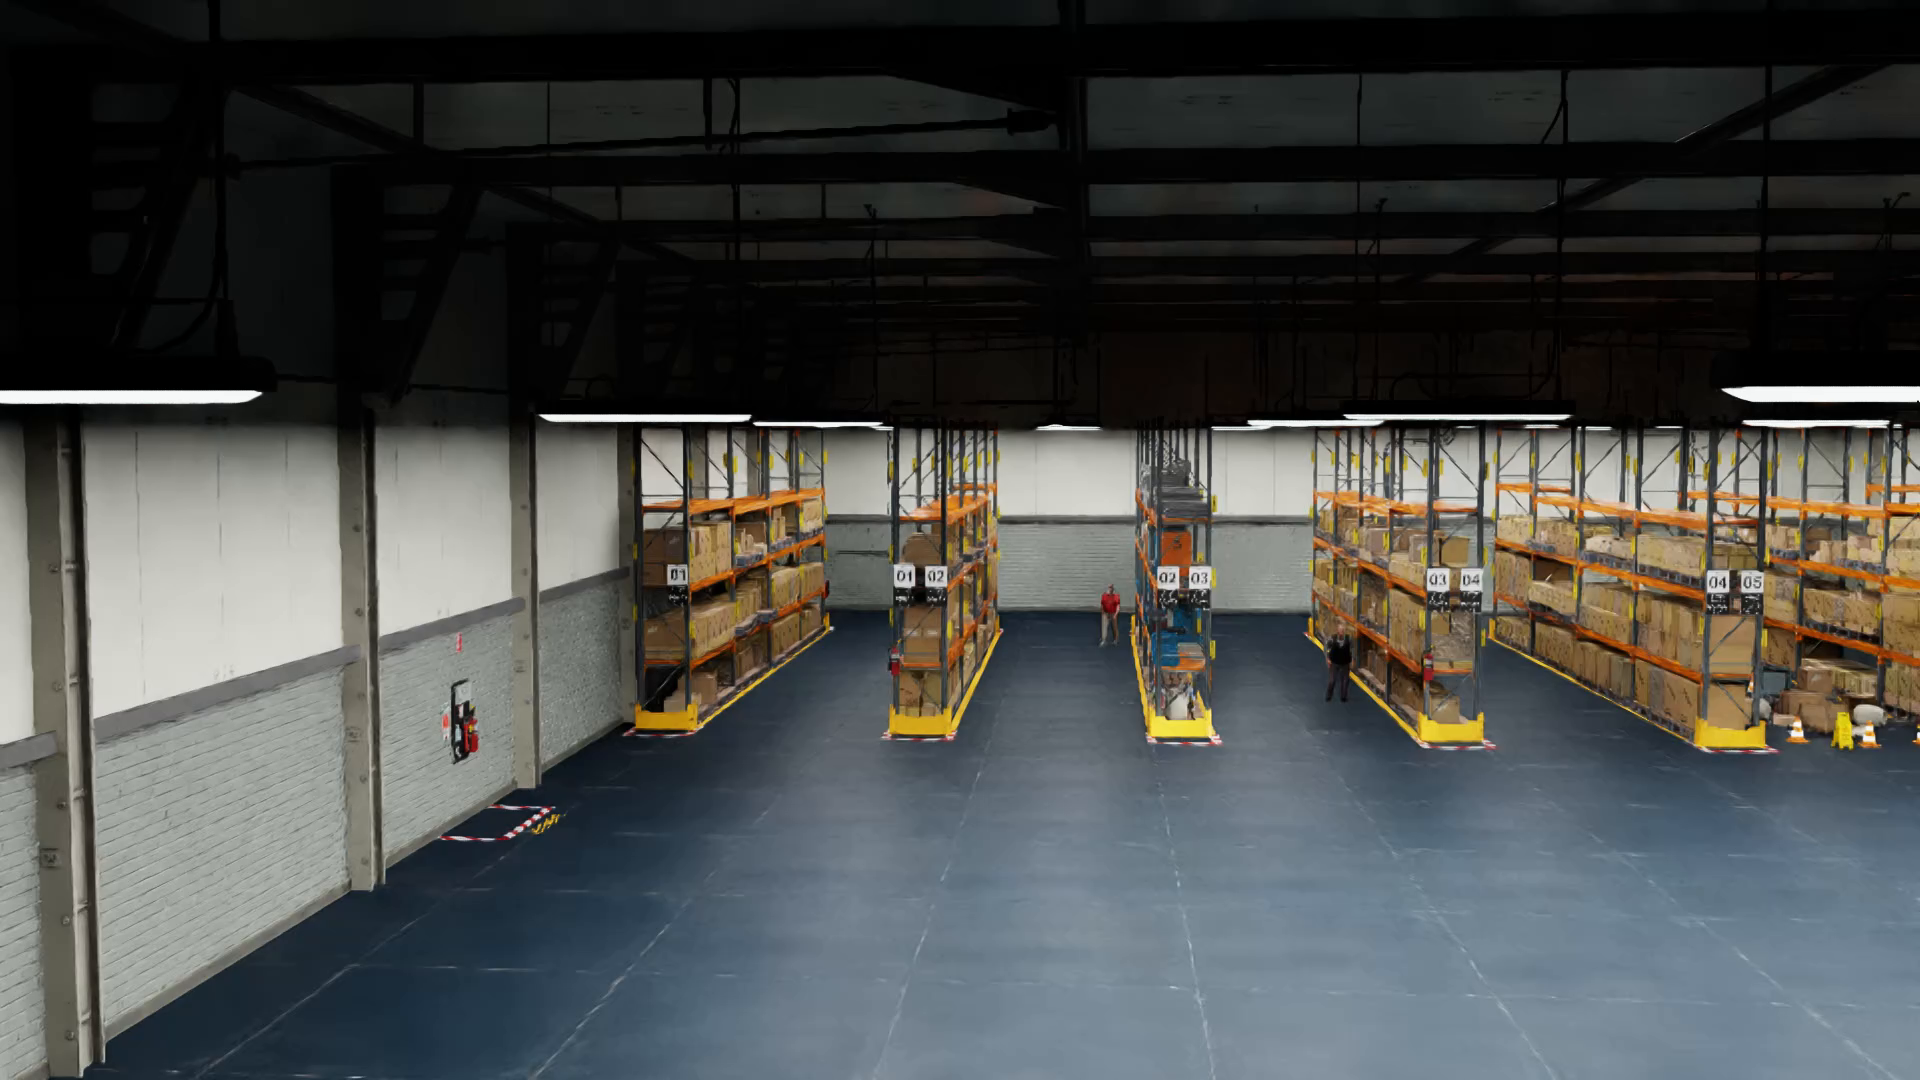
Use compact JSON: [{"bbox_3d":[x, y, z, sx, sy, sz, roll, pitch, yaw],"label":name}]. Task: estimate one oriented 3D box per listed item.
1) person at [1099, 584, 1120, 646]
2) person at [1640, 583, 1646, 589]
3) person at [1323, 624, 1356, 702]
[{"bbox_3d":[4.003,1.989,44.214,0.535,1.657,1.029,1,4,14],"label":"person"},{"bbox_3d":[19.921,1.724,48.850,0.526,1.626,0.934,-1,4,-19],"label":"person"},{"bbox_3d":[8.031,2.596,35.199,0.677,1.674,0.534,0,4,4],"label":"person"}]
